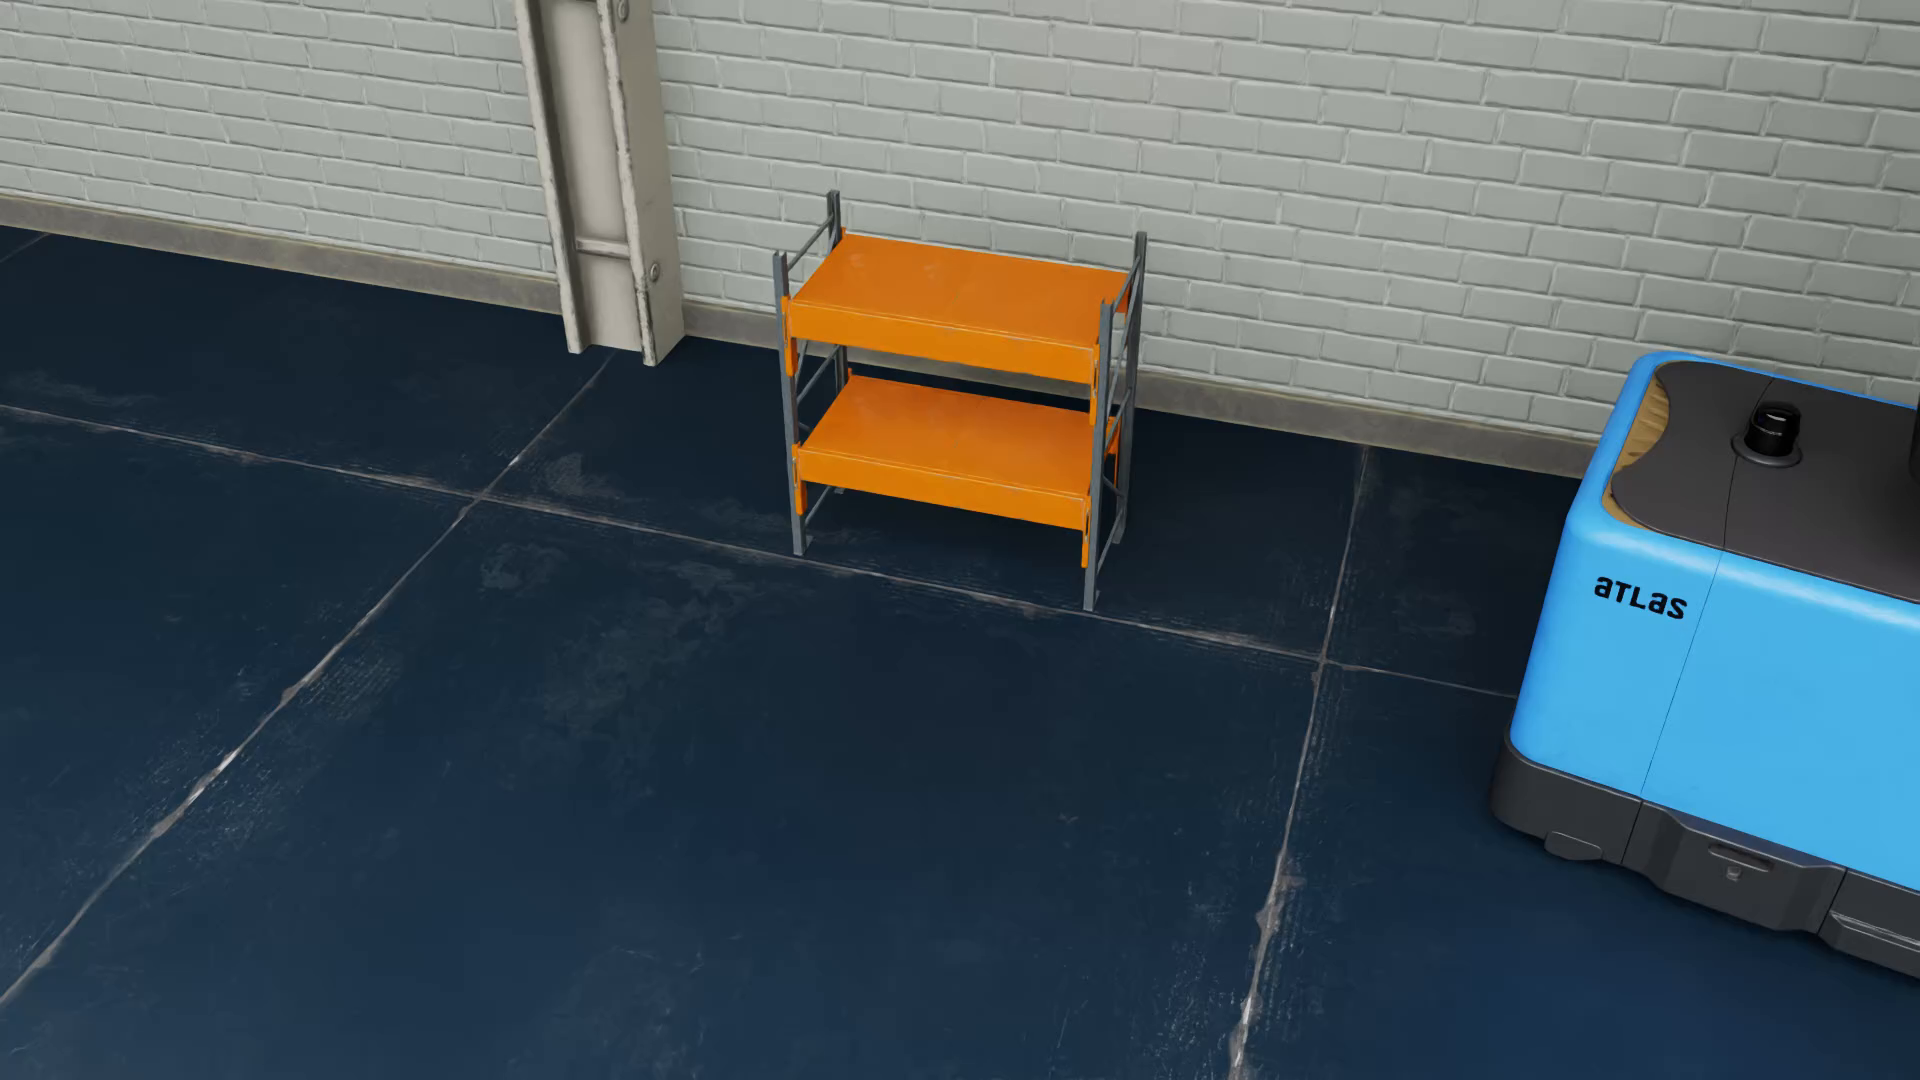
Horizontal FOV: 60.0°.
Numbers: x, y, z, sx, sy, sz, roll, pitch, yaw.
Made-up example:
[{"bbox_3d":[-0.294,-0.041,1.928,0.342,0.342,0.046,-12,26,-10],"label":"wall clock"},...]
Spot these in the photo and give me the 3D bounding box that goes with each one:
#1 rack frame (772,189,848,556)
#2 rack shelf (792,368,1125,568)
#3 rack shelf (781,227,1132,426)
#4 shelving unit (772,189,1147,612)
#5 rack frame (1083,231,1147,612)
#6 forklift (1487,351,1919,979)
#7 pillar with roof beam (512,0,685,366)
[{"bbox_3d":[-0.479,-0.542,5.537,0.032,1.125,0.500,10,38,14],"label":"rack frame"},{"bbox_3d":[0.006,-0.255,5.560,1.000,0.278,0.538,10,38,14],"label":"rack shelf"},{"bbox_3d":[0.006,-0.688,5.241,1.000,0.278,0.538,10,38,14],"label":"rack shelf"},{"bbox_3d":[0.006,-0.452,5.415,1.048,1.125,0.538,10,38,14],"label":"shelving unit"},{"bbox_3d":[0.492,-0.362,5.293,0.032,1.125,0.500,10,38,14],"label":"rack frame"},{"bbox_3d":[3.012,-0.200,3.549,3.031,2.935,1.130,18,40,23],"label":"forklift"},{"bbox_3d":[-2.652,-2.009,0.889,0.400,9.000,9.100,10,38,14],"label":"pillar with roof beam"}]
